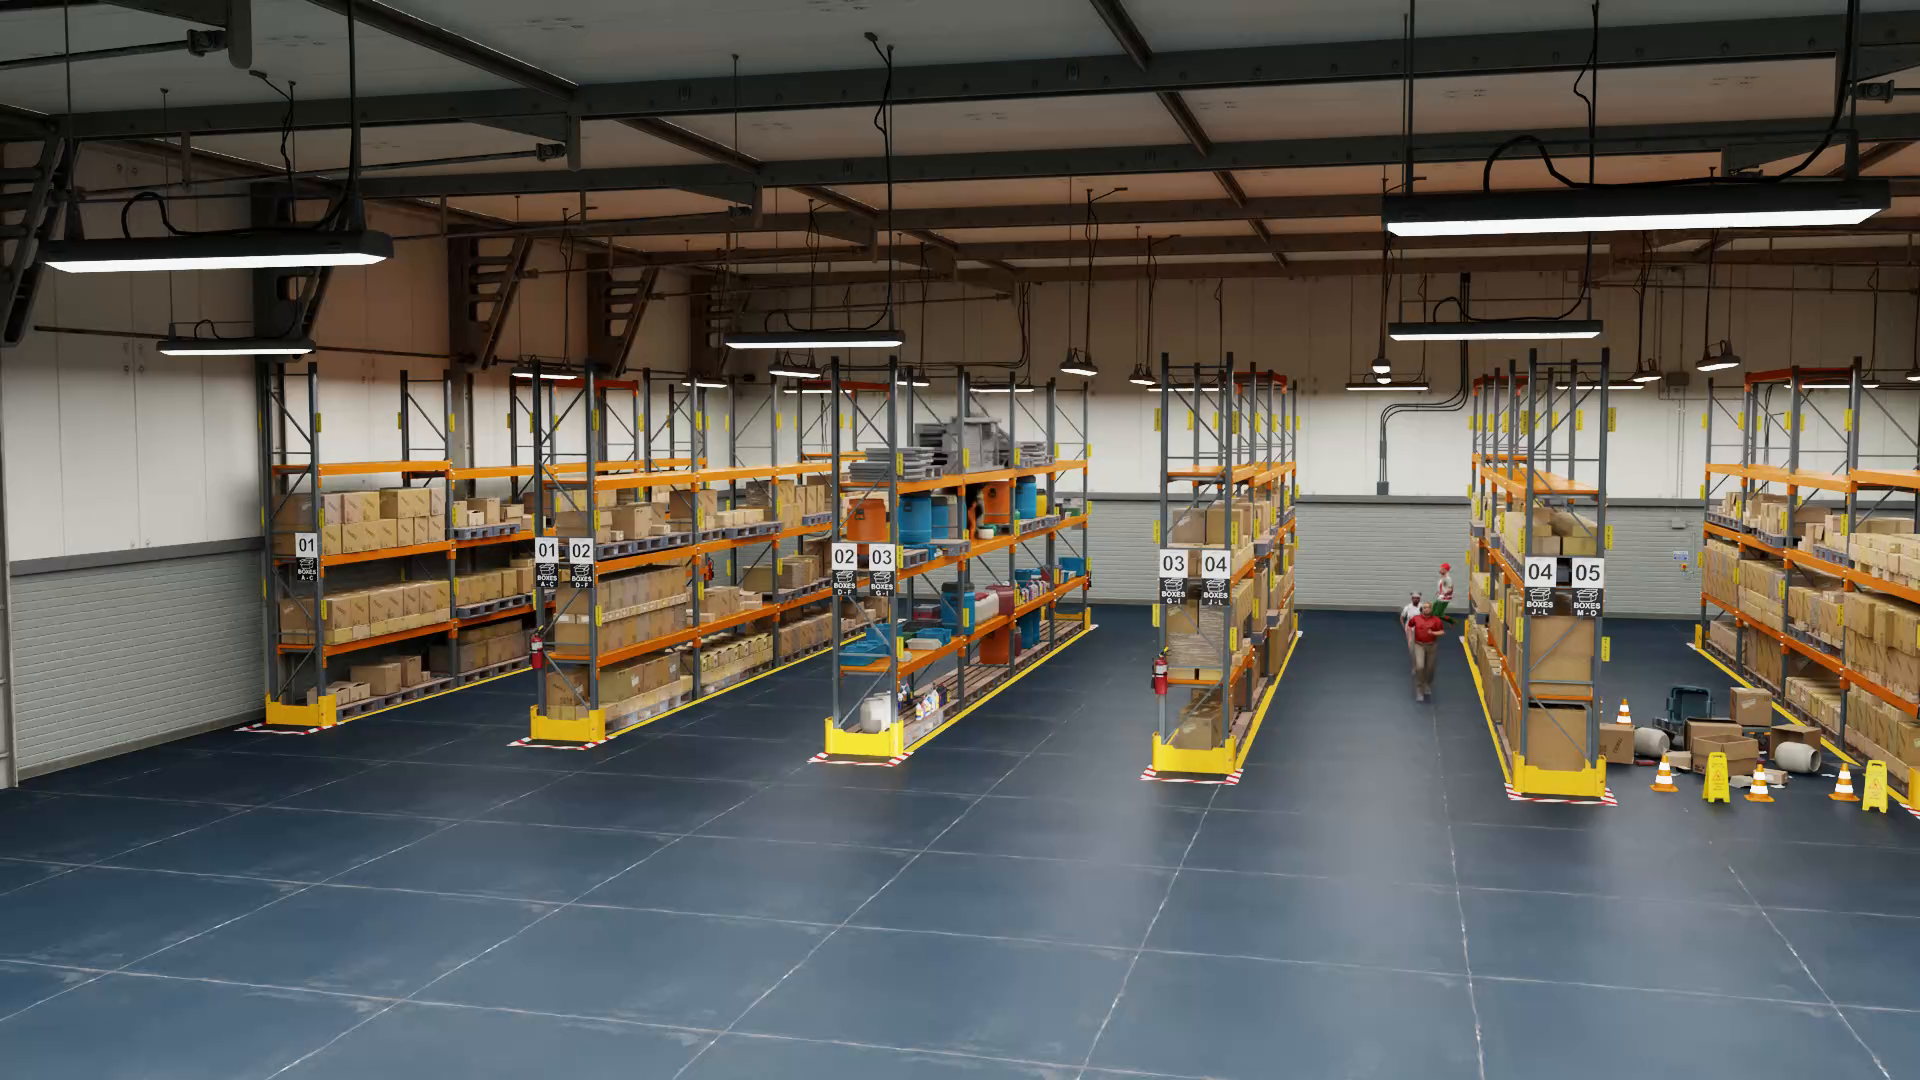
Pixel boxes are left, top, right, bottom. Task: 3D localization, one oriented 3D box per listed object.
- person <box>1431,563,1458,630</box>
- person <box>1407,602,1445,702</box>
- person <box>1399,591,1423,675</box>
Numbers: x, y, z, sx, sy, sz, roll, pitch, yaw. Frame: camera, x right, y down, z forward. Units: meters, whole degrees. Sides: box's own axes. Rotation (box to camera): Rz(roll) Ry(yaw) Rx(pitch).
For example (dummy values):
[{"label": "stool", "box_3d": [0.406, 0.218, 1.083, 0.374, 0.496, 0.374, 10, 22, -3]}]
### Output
[{"label": "person", "box_3d": [11.447, 1.397, 39.191, 0.630, 1.729, 0.702, 0, 4, 2]}, {"label": "person", "box_3d": [8.467, 2.013, 30.241, 0.640, 1.784, 0.837, 1, 4, 10]}, {"label": "person", "box_3d": [9.082, 1.838, 33.232, 0.600, 1.660, 0.628, 1, 4, 16]}]
